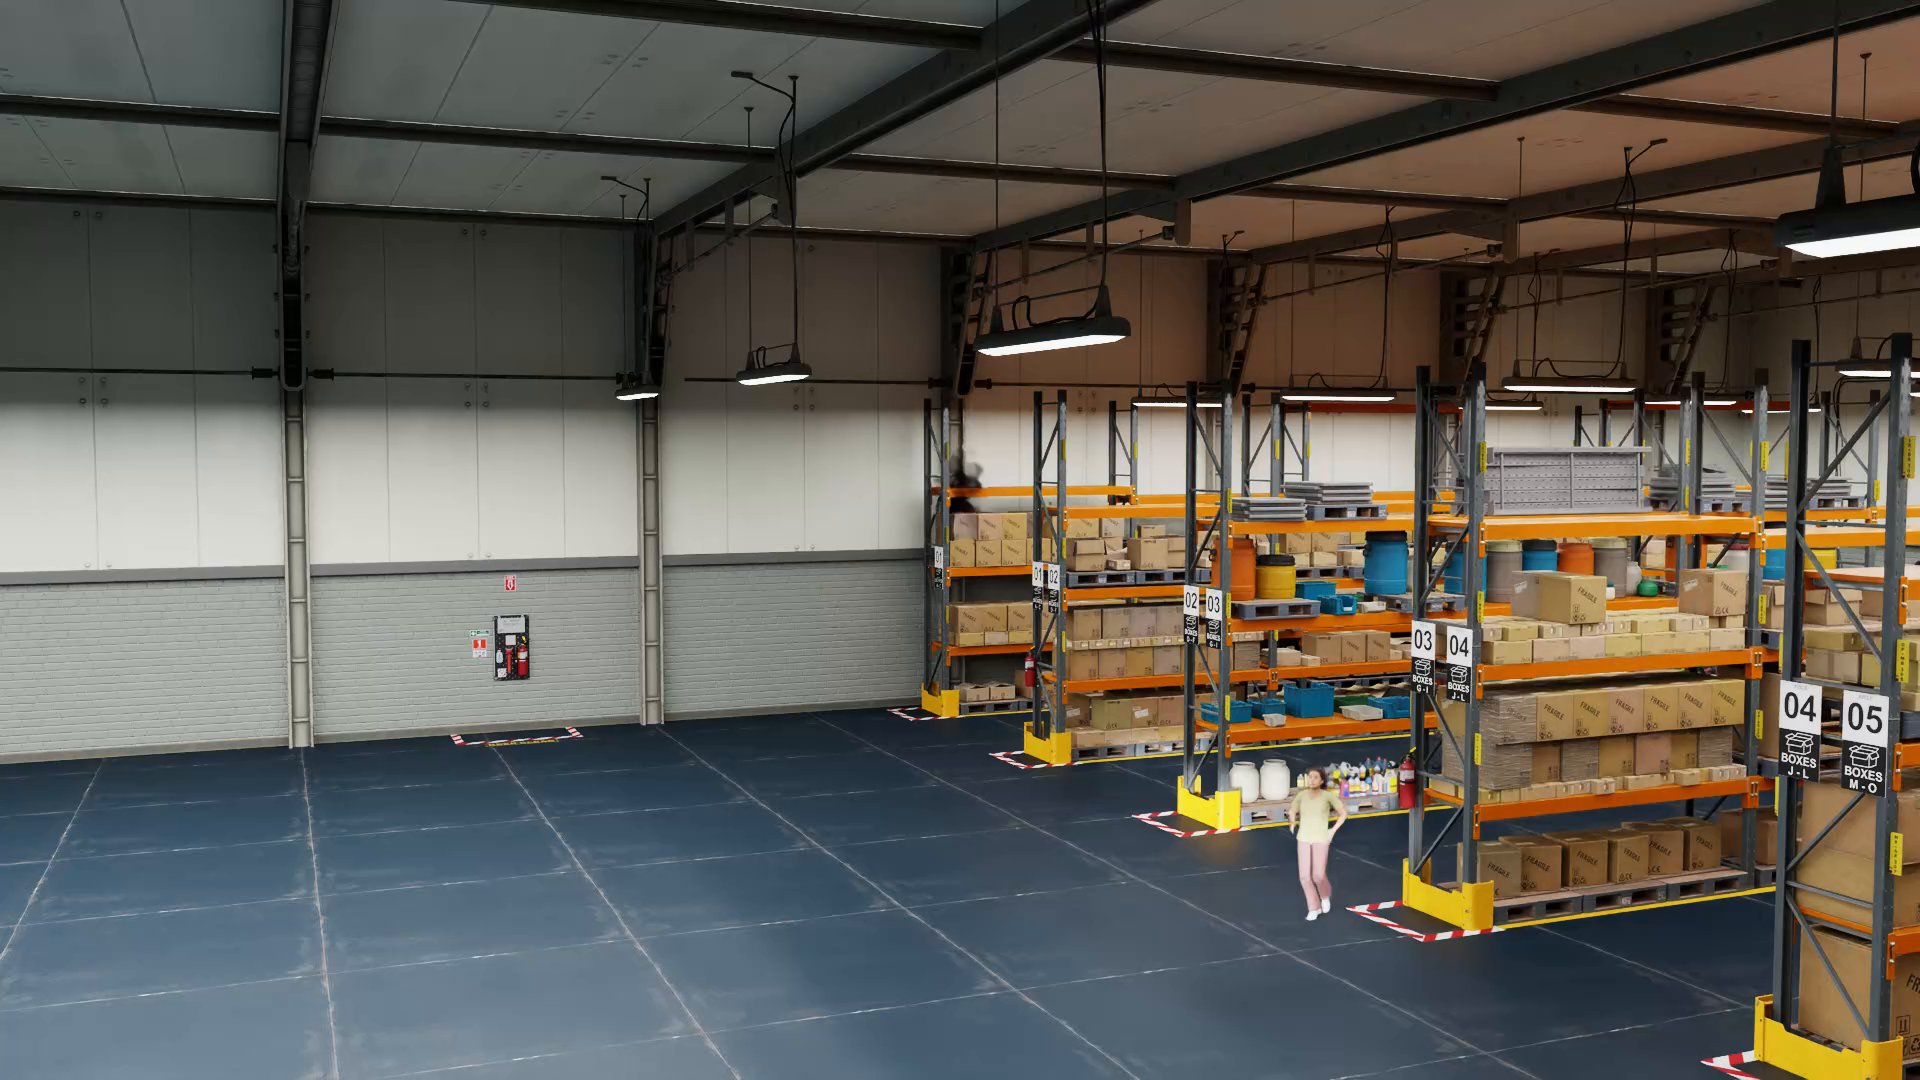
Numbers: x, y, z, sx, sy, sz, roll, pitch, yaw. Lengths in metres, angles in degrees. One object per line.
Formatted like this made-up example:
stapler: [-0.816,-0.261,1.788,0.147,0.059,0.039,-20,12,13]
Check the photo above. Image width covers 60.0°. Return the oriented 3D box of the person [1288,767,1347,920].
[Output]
person: [3.855,3.297,18.090,0.632,1.660,0.531,2,4,27]

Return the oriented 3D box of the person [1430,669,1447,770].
person: [7.750,2.764,26.289,0.775,1.693,0.665,-2,4,-29]
